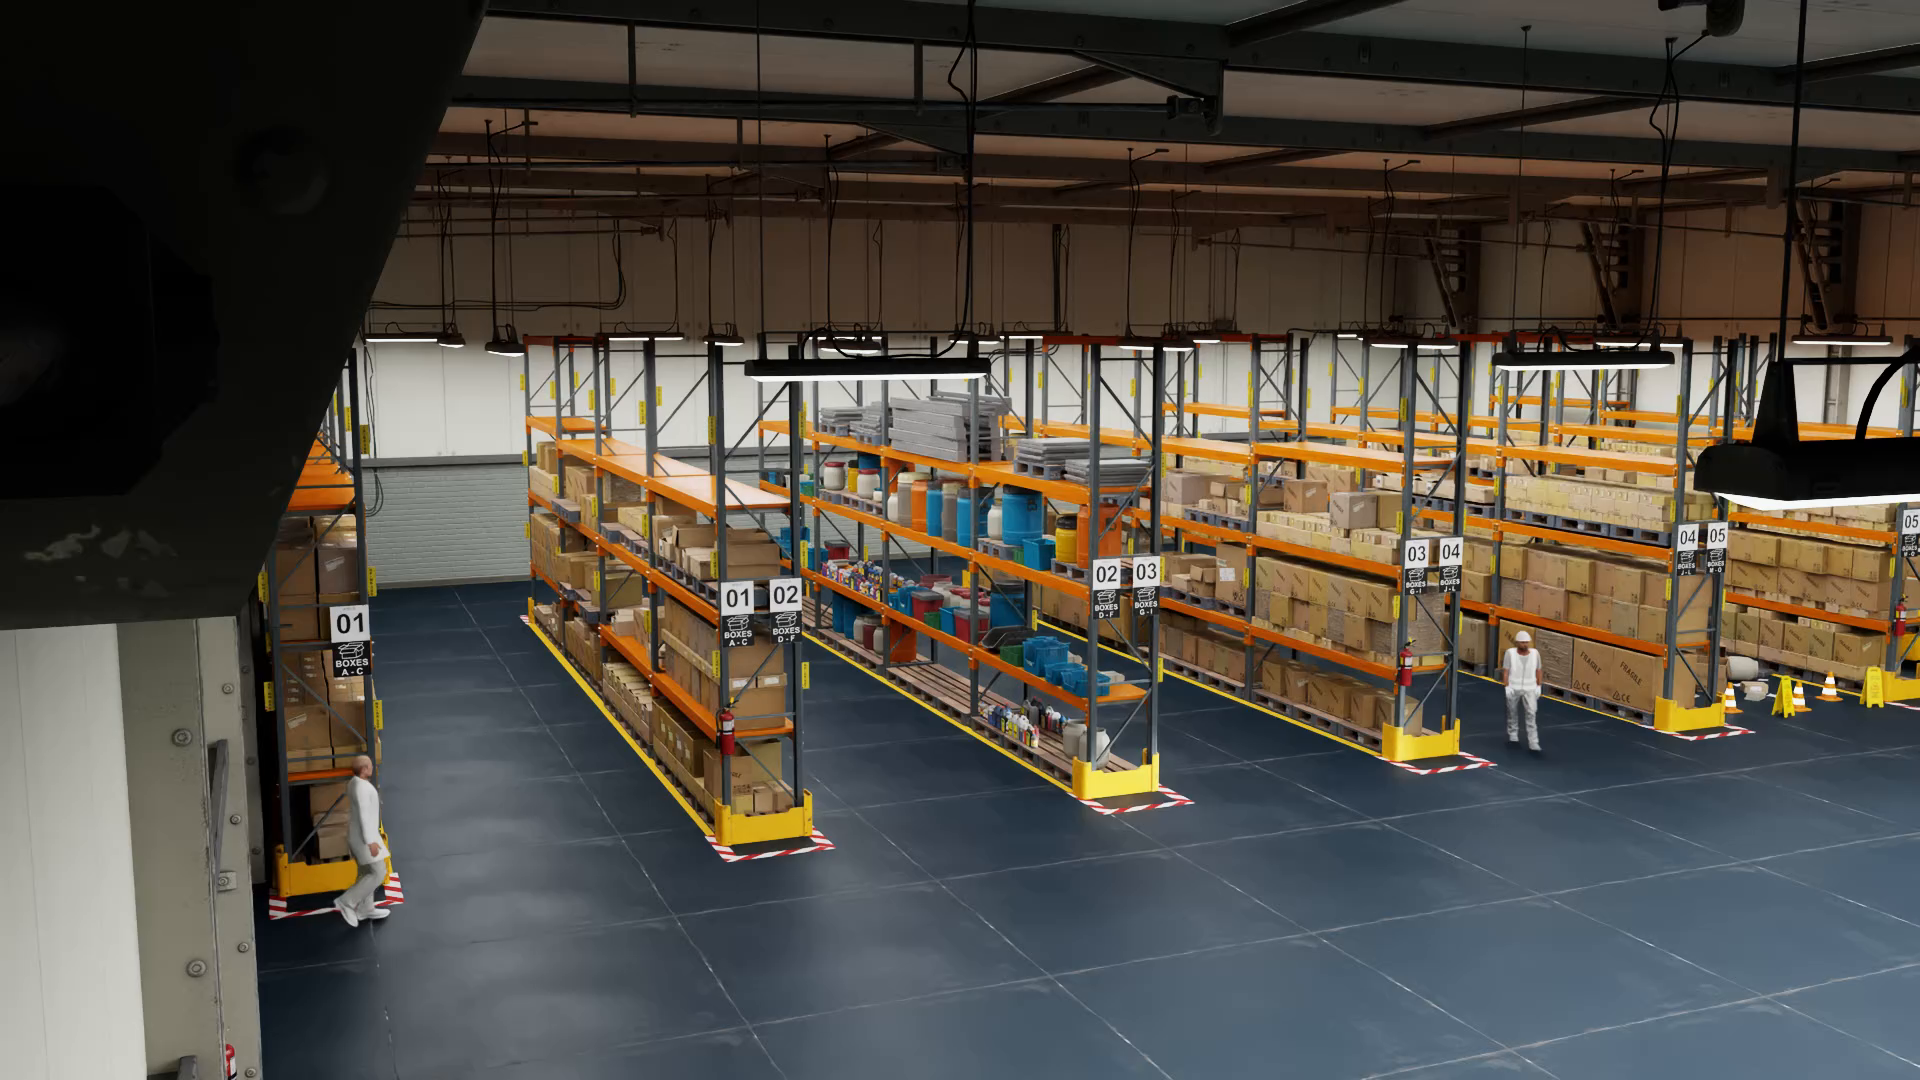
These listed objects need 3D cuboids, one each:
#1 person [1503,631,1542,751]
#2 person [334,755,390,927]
[{"bbox_3d":[8.279,2.195,24.479,0.577,1.728,1.034,2,8,13],"label":"person"},{"bbox_3d":[-6.276,3.130,17.377,0.569,1.777,0.608,-3,8,-25],"label":"person"}]
